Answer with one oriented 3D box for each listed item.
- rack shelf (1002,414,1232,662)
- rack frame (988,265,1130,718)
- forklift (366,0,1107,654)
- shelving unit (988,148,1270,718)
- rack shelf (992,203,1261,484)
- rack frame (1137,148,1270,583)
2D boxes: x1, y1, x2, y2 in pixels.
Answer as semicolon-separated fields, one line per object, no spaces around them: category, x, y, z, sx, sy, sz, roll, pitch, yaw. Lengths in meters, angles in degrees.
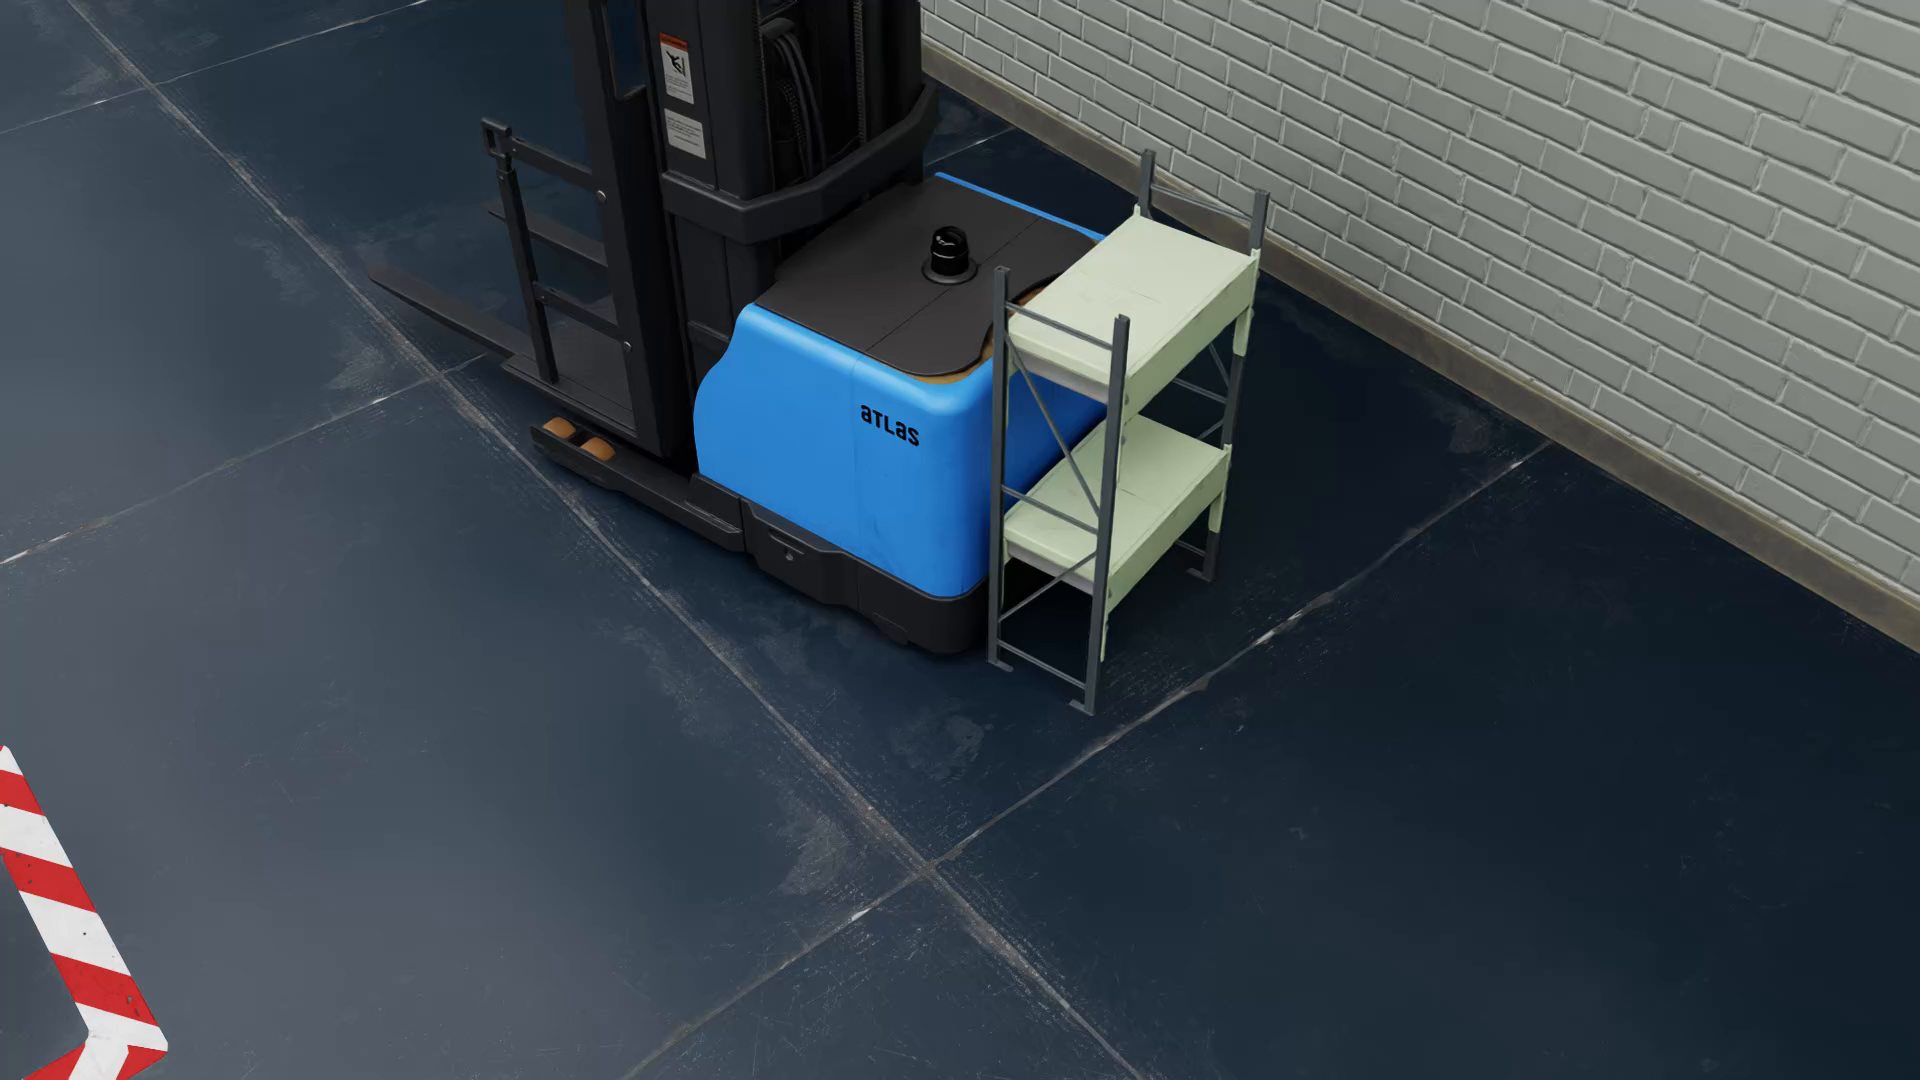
rack shelf;0.472;-0.047;5.180;0.431;0.370;0.720;26;49;25
rack frame;0.257;-0.081;4.741;0.400;1.500;0.023;26;49;25
forklift;-0.928;-1.530;5.239;3.031;2.935;1.130;27;49;26
shelving unit;0.472;-0.284;4.957;0.431;1.500;0.755;26;49;25
rack shelf;0.472;-0.569;4.690;0.431;0.370;0.720;26;49;25
rack frame;0.687;-0.487;5.173;0.400;1.500;0.023;26;49;25
